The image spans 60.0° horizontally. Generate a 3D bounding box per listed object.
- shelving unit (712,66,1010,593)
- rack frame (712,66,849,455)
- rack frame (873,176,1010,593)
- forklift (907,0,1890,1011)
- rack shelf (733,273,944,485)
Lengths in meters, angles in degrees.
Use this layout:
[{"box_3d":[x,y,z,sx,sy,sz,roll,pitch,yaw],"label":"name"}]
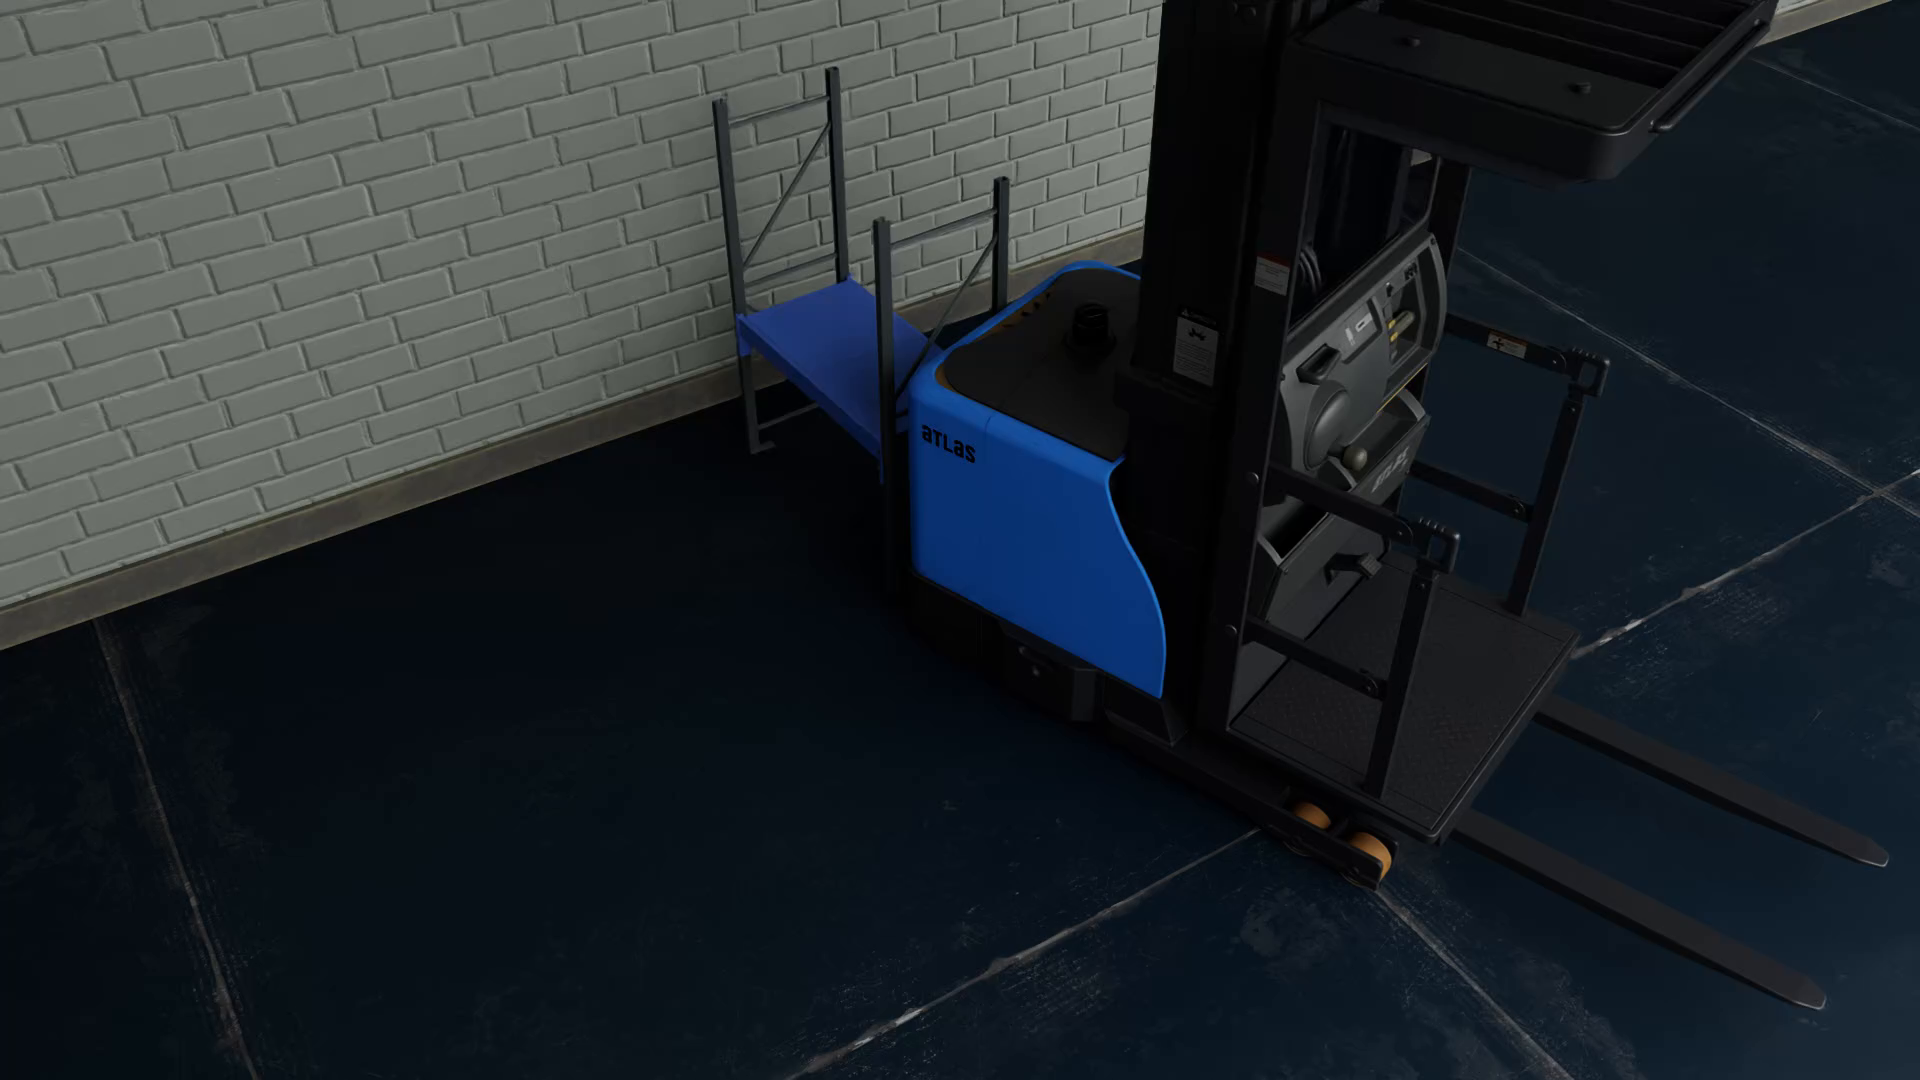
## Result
[{"box_3d":[-0.348,-0.751,5.980,0.538,1.500,1.048,-24,46,-26],"label":"shelving unit"},{"box_3d":[-0.642,-1.017,6.299,0.500,1.500,0.032,-24,46,-26],"label":"rack frame"},{"box_3d":[-0.054,-0.486,5.661,0.500,1.500,0.032,-24,46,-26],"label":"rack frame"},{"box_3d":[1.292,-0.472,4.526,3.031,2.935,1.130,27,47,28],"label":"forklift"},{"box_3d":[-0.348,-0.613,6.095,0.538,0.185,1.000,-24,46,-26],"label":"rack shelf"}]
